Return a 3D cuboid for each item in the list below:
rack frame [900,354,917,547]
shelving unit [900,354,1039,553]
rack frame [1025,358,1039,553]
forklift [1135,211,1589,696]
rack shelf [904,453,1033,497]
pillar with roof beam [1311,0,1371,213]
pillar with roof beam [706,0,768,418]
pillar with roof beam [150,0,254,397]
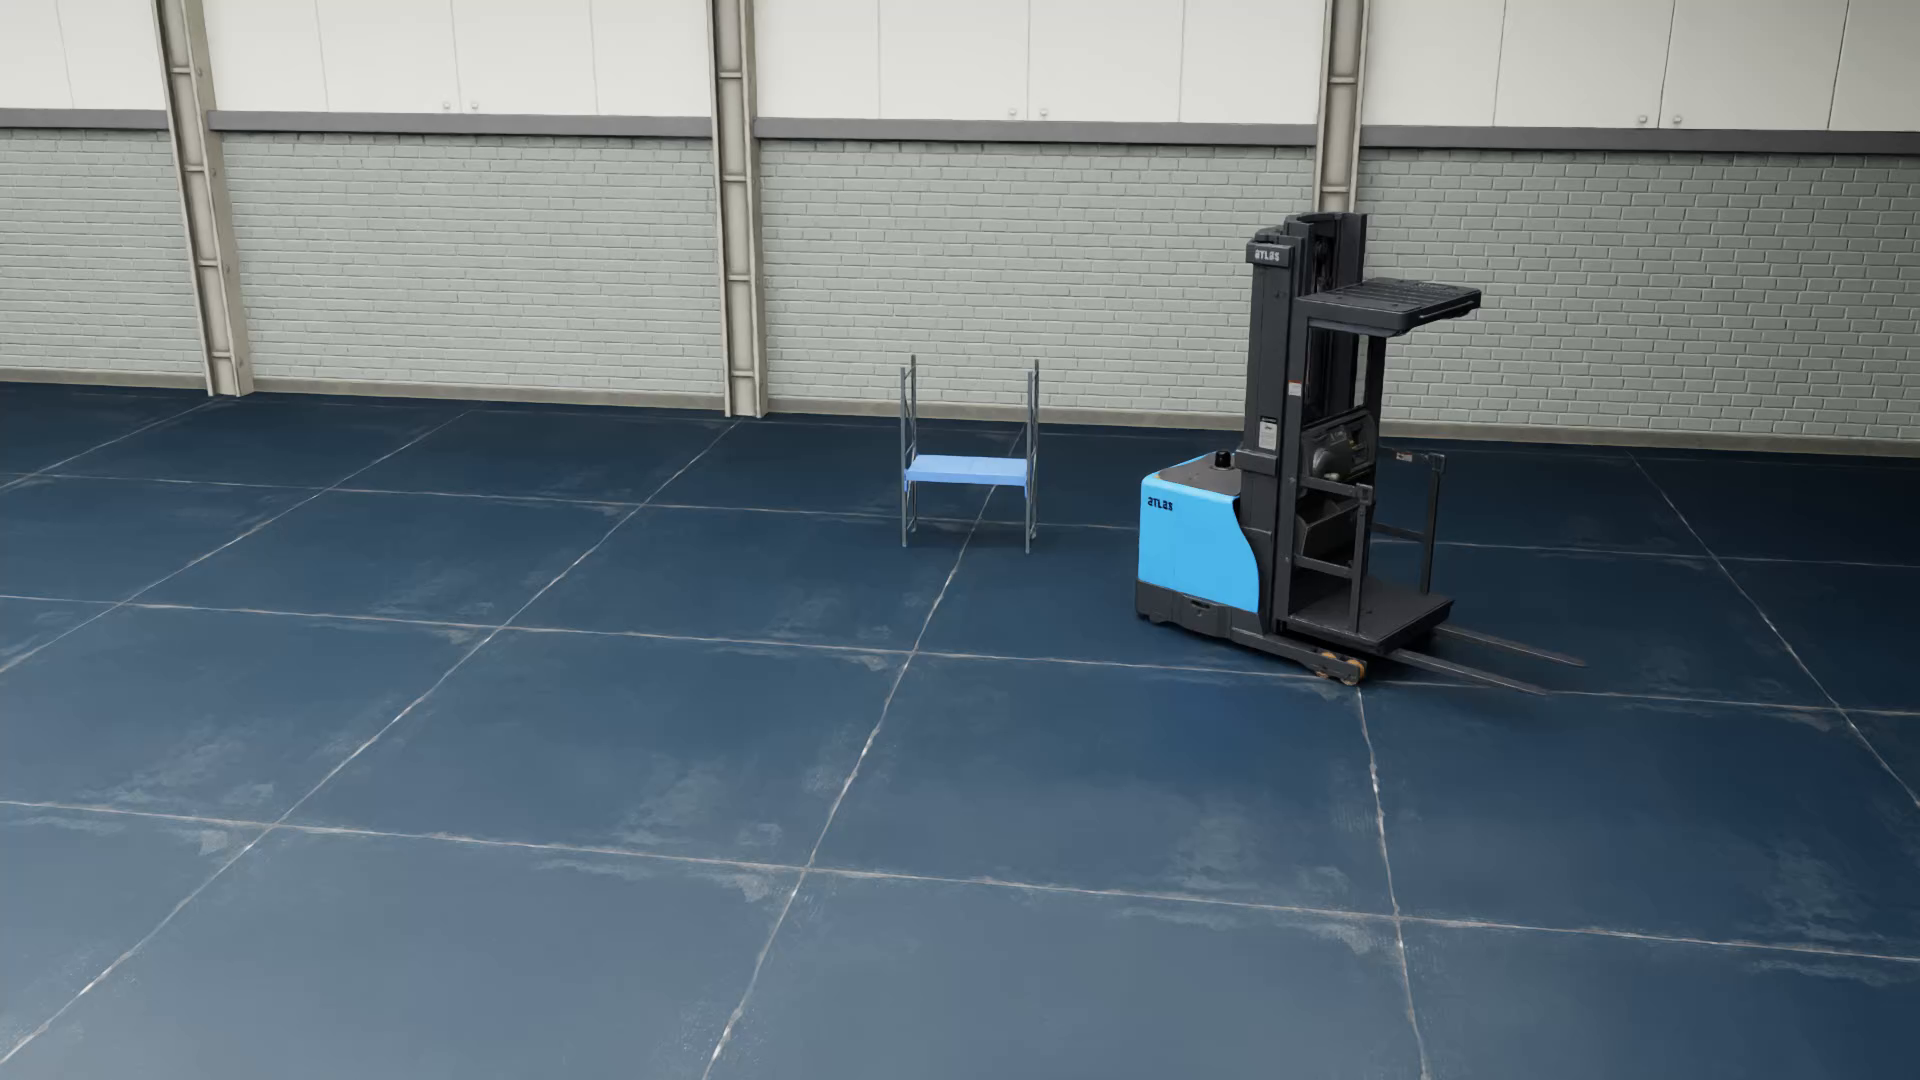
[{"bbox_3d":[-0.418,-0.733,13.629,0.032,1.500,0.500,3,19,9],"label":"rack frame"},{"bbox_3d":[0.084,-0.707,13.552,1.048,1.500,0.538,3,19,9],"label":"shelving unit"},{"bbox_3d":[0.586,-0.681,13.476,0.032,1.500,0.500,3,19,9],"label":"rack frame"},{"bbox_3d":[2.704,-0.621,11.040,3.031,2.935,1.130,16,24,39],"label":"forklift"},{"bbox_3d":[0.084,-0.536,13.609,1.000,0.185,0.538,3,19,9],"label":"rack shelf"},{"bbox_3d":[2.955,-3.972,11.492,0.400,9.000,9.100,3,19,9],"label":"pillar with roof beam"},{"bbox_3d":[-2.969,-4.274,12.394,0.400,9.000,9.100,3,19,9],"label":"pillar with roof beam"},{"bbox_3d":[-8.893,-4.576,13.297,0.400,9.000,9.100,3,19,9],"label":"pillar with roof beam"}]
